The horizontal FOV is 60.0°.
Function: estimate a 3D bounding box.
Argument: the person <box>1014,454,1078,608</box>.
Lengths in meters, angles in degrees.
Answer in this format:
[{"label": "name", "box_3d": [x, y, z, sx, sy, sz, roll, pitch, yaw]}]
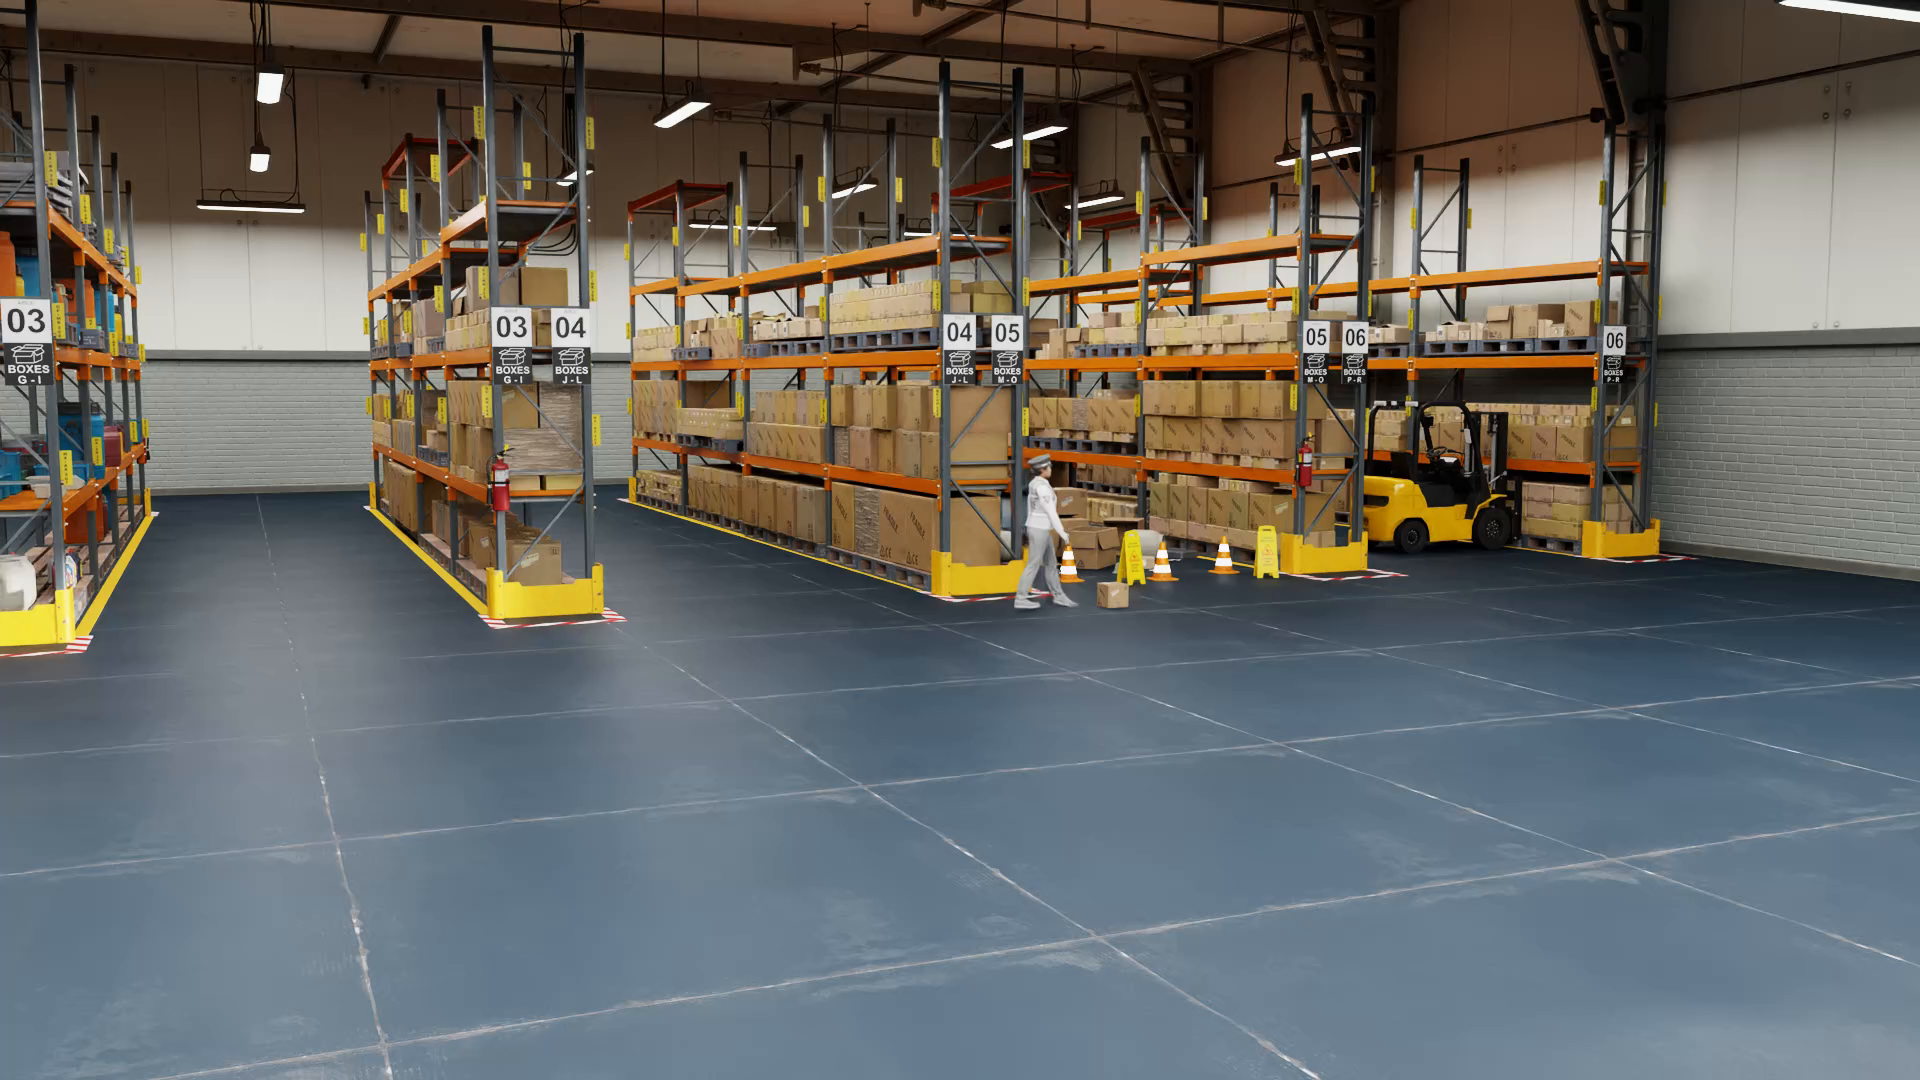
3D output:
[{"label": "person", "box_3d": [0.941, -0.085, 17.812, 0.744, 1.685, 0.525, -1, 6, -8]}]
